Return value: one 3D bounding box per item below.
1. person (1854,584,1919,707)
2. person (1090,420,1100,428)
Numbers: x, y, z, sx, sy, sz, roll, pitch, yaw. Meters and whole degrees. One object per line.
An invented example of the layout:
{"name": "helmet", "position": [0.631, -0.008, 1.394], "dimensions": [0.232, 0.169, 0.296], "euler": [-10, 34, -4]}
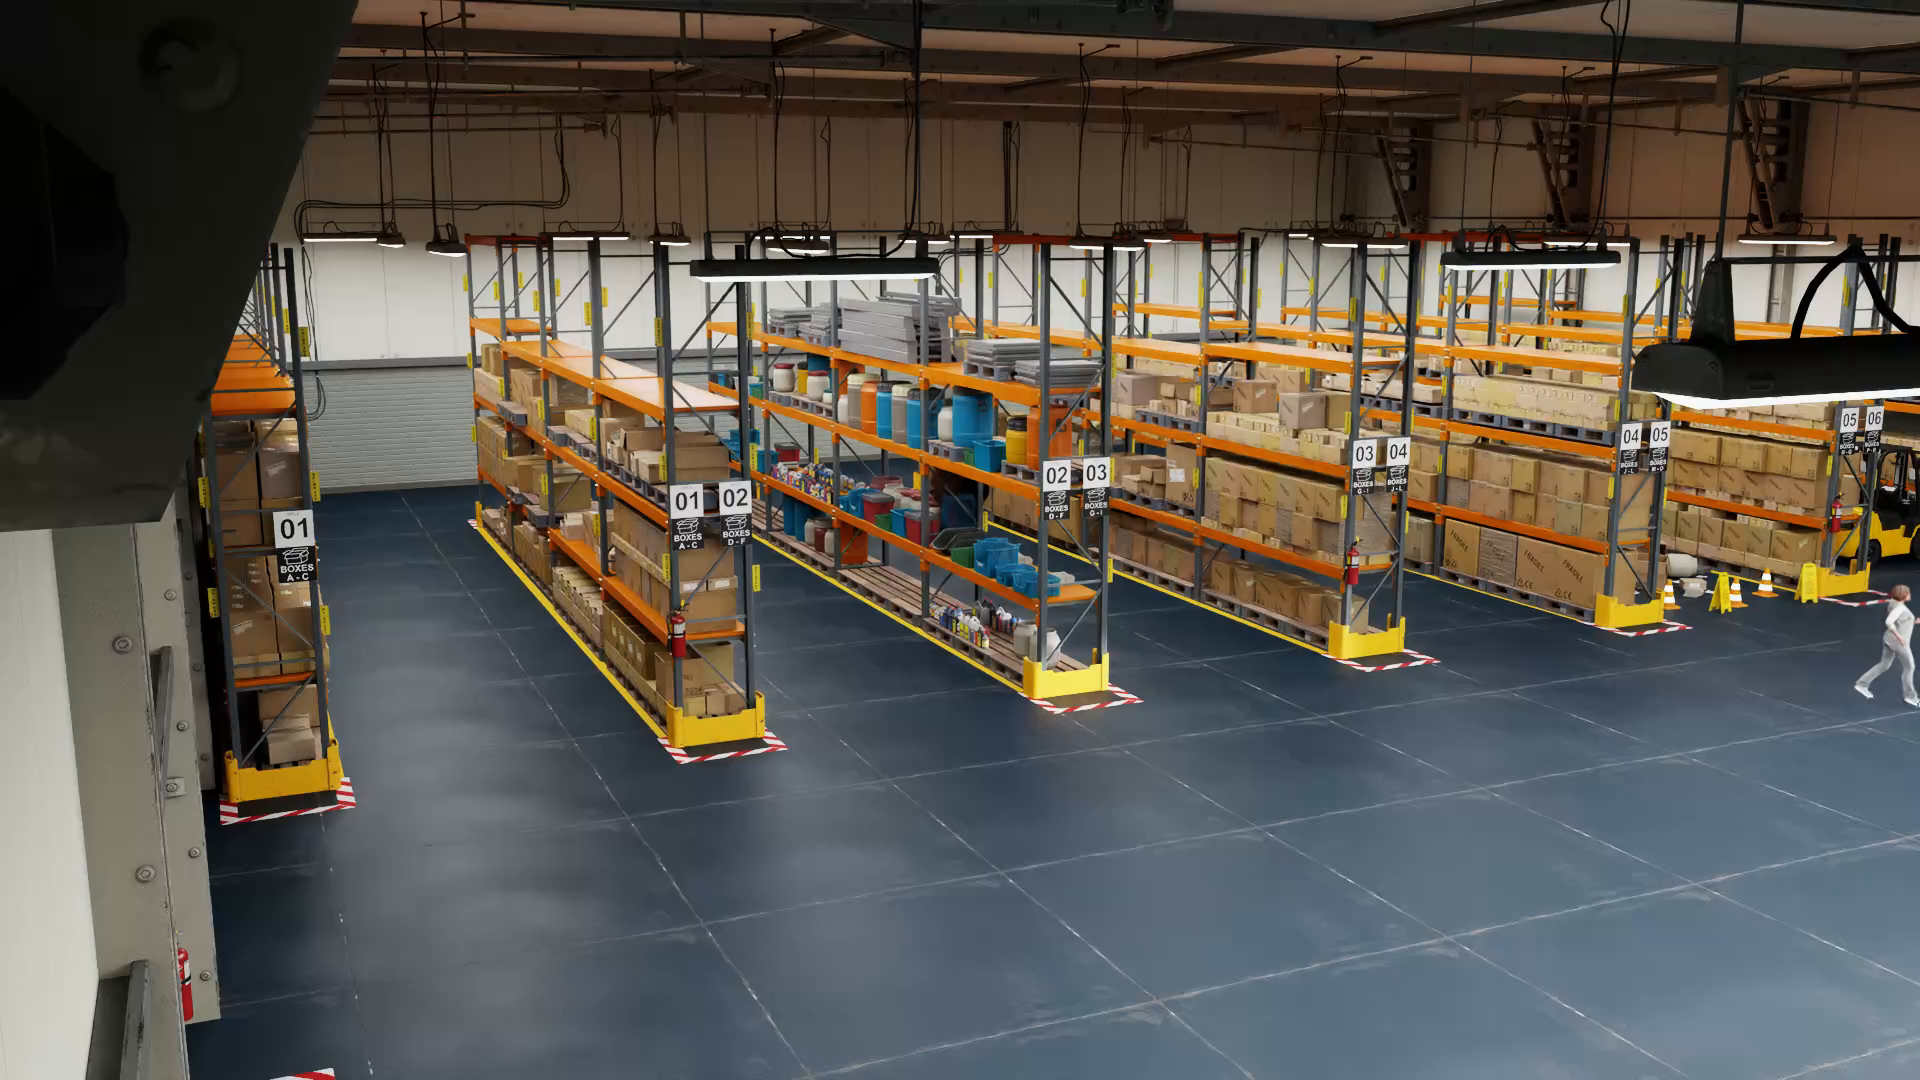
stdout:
{"name": "person", "position": [12.233, 1.371, 21.754], "dimensions": [0.842, 1.611, 0.524], "euler": [1, 11, 7]}
{"name": "person", "position": [3.446, -2.468, 41.490], "dimensions": [0.754, 1.724, 0.600], "euler": [-8, 14, -36]}
